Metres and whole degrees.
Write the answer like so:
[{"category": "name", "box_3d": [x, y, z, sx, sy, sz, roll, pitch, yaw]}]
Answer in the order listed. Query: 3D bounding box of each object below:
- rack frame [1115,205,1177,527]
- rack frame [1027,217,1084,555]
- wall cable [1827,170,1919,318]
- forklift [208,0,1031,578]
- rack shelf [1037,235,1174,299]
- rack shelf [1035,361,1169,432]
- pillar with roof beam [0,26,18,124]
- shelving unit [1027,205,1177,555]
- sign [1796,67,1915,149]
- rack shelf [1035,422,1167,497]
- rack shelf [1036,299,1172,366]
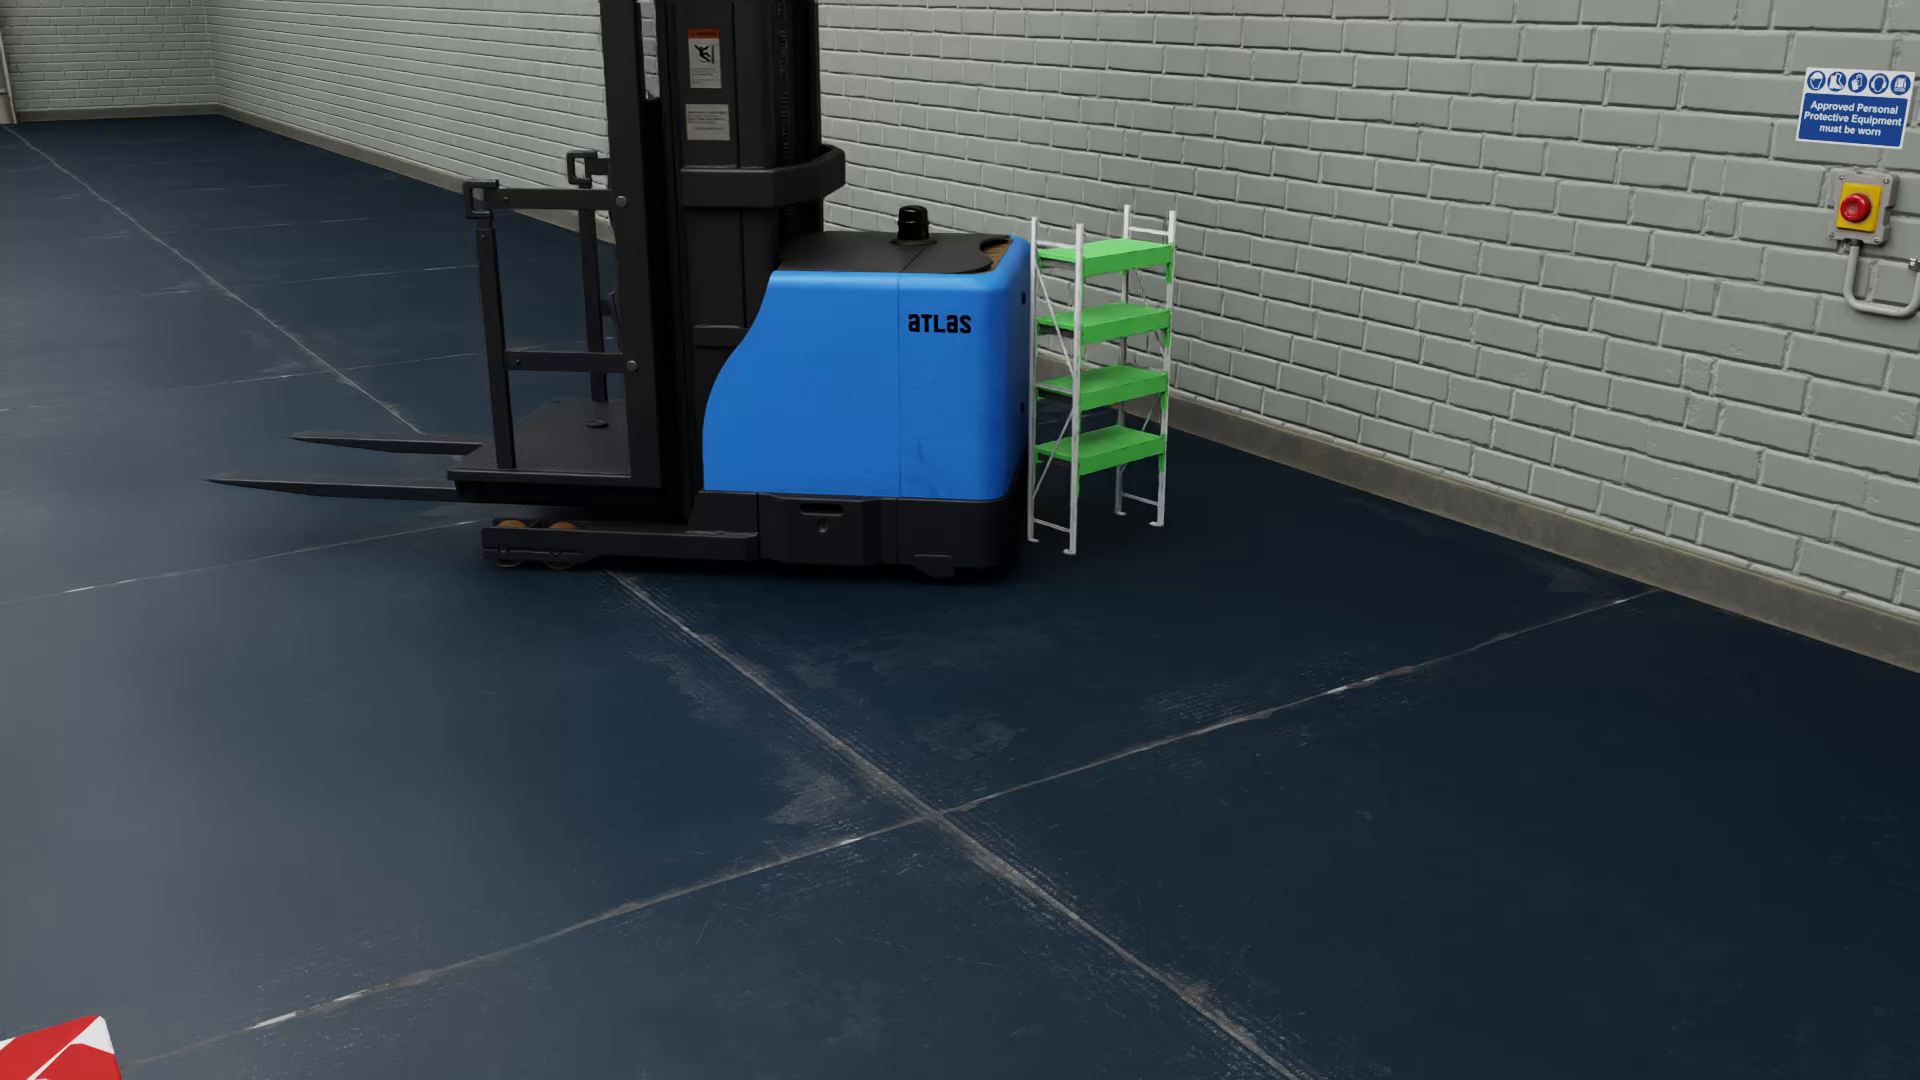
[{"category": "rack frame", "box_3d": [0.697, -0.649, 6.290, 0.015, 1.200, 0.240, -16, 25, -40]}, {"category": "rack frame", "box_3d": [0.338, -0.543, 5.977, 0.015, 1.200, 0.240, -16, 25, -40]}, {"category": "wall cable", "box_3d": [2.629, -1.629, 4.743, 0.123, 1.953, 0.585, -12, 22, -31]}, {"category": "forklift", "box_3d": [-1.273, -1.447, 5.949, 3.031, 2.935, 1.130, 2, 19, 7]}, {"category": "rack shelf", "box_3d": [0.518, -0.990, 6.000, 0.480, 0.148, 0.258, -16, 25, -40]}, {"category": "rack shelf", "box_3d": [0.518, -0.535, 6.154, 0.480, 0.148, 0.258, -16, 25, -40]}, {"category": "pillar with roof beam", "box_3d": [-11.544, -9.156, 19.277, 0.400, 9.000, 9.100, -12, 22, -31]}, {"category": "shelving unit", "box_3d": [0.518, -0.596, 6.134, 0.503, 1.200, 0.258, -16, 25, -40]}, {"category": "sign", "box_3d": [2.653, -1.284, 4.938, 0.001, 0.218, 0.327, -12, 22, -31]}, {"category": "rack shelf", "box_3d": [0.518, -0.308, 6.231, 0.480, 0.148, 0.258, -16, 25, -40]}, {"category": "rack shelf", "box_3d": [0.518, -0.763, 6.077, 0.480, 0.148, 0.258, -16, 25, -40]}]
